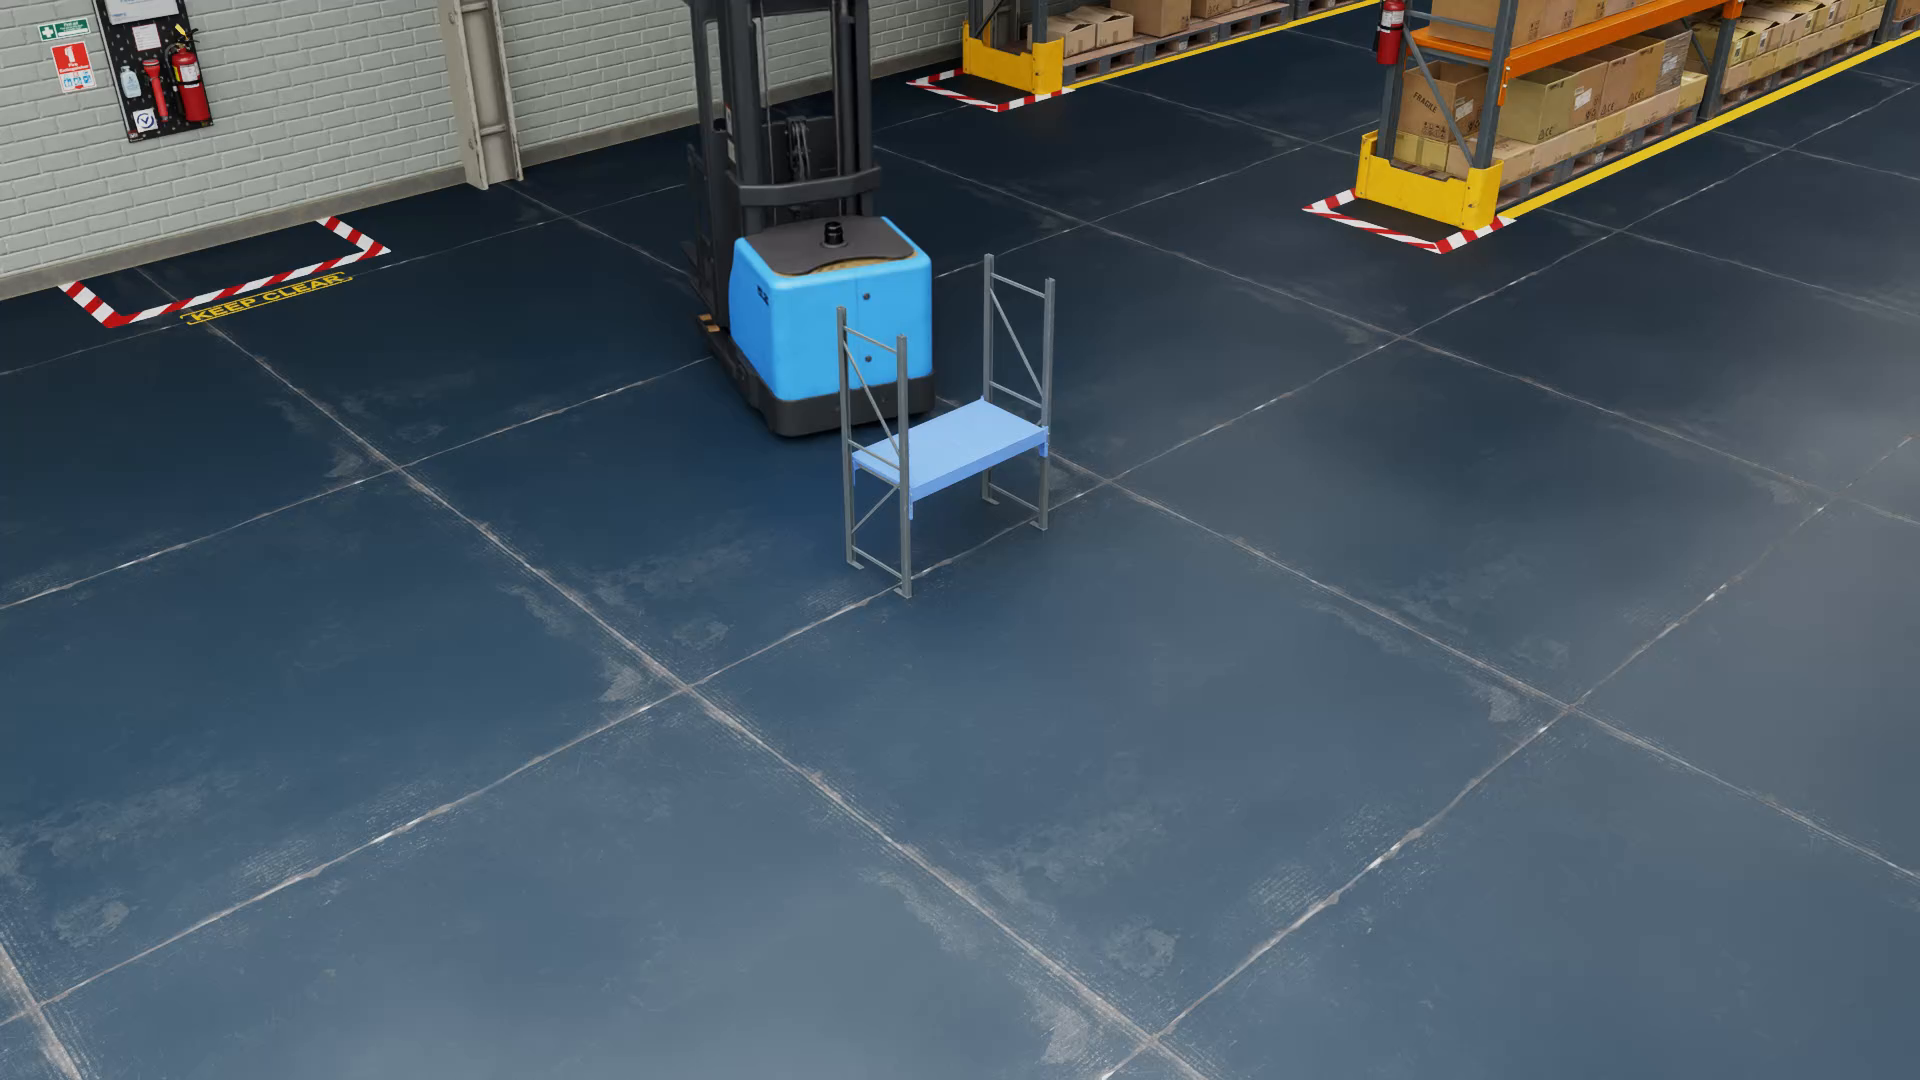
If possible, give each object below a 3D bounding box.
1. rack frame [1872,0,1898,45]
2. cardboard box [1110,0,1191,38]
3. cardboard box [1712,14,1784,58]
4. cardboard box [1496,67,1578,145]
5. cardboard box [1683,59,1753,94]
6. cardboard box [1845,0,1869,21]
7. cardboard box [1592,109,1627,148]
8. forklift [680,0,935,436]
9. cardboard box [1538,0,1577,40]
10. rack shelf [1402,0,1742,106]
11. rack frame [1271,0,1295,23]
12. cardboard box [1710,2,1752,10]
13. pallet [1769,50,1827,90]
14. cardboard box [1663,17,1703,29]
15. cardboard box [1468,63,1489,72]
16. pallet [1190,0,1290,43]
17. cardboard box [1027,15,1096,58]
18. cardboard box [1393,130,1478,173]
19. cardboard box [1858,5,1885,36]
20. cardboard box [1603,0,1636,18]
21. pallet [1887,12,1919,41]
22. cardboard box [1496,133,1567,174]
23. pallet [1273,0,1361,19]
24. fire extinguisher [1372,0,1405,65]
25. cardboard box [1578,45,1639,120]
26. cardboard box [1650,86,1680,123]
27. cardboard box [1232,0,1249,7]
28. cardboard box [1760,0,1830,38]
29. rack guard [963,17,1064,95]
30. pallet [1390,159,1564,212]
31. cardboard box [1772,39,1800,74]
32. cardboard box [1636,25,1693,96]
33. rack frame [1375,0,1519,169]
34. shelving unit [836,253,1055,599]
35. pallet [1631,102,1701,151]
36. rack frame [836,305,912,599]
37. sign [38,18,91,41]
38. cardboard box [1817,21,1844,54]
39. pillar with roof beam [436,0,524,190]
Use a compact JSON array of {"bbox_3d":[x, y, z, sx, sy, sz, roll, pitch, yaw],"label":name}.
[{"bbox_3d":[9.705,-6.870,17.609,0.127,3.000,1.000,-26,40,-35],"label":"rack frame"},{"bbox_3d":[2.027,-5.701,17.673,0.700,0.500,0.500,26,40,36],"label":"cardboard box"},{"bbox_3d":[7.615,-4.923,16.121,0.500,0.311,0.500,-26,40,-36],"label":"cardboard box"},{"bbox_3d":[4.749,-3.641,13.844,0.500,0.500,0.500,-26,40,-35],"label":"cardboard box"},{"bbox_3d":[7.236,-4.505,15.975,0.500,0.250,0.500,-27,40,-37],"label":"cardboard box"},{"bbox_3d":[9.112,-5.648,17.307,0.500,0.311,0.500,-27,40,-36],"label":"cardboard box"},{"bbox_3d":[5.484,-3.675,14.617,0.500,0.250,0.500,-26,40,-35],"label":"cardboard box"},{"bbox_3d":[-1.197,-2.636,10.752,1.130,2.935,3.031,-12,34,-19],"label":"forklift"},{"bbox_3d":[4.572,-4.423,13.513,0.500,0.500,0.700,-25,39,-34],"label":"cardboard box"},{"bbox_3d":[5.305,-4.434,14.316,4.000,0.370,1.077,-26,40,-35],"label":"rack shelf"},{"bbox_3d":[3.401,-7.344,18.386,0.127,3.000,1.000,-26,40,-35],"label":"rack frame"},{"bbox_3d":[7.619,-5.313,16.758,0.500,0.311,0.500,-26,40,-36],"label":"cardboard box"},{"bbox_3d":[8.181,-4.972,17.179,1.213,0.211,1.003,-26,40,-35],"label":"pallet"},{"bbox_3d":[6.874,-4.949,16.164,0.500,0.311,0.500,-26,40,-35],"label":"cardboard box"},{"bbox_3d":[4.753,-4.022,14.467,0.500,0.500,0.500,-26,40,-35],"label":"cardboard box"},{"bbox_3d":[2.933,-5.903,18.701,1.213,0.211,1.003,-26,40,-35],"label":"pallet"},{"bbox_3d":[1.037,-5.177,16.997,0.500,0.311,0.500,24,39,34],"label":"cardboard box"},{"bbox_3d":[4.031,-3.341,14.072,0.500,0.250,0.500,-26,40,-35],"label":"cardboard box"},{"bbox_3d":[9.485,-5.596,17.759,0.500,0.250,0.500,-25,39,-34],"label":"cardboard box"},{"bbox_3d":[5.323,-4.786,14.105,0.500,0.500,0.700,-24,39,-34],"label":"cardboard box"},{"bbox_3d":[10.278,-5.930,18.746,1.213,0.211,1.003,-26,40,-35],"label":"pallet"},{"bbox_3d":[4.748,-3.322,14.040,0.500,0.250,0.500,-26,40,-35],"label":"cardboard box"},{"bbox_3d":[3.971,-6.432,19.566,1.213,0.211,1.003,-26,40,-35],"label":"pallet"},{"bbox_3d":[3.436,-4.135,13.211,0.183,0.674,0.296,-26,40,-35],"label":"fire extinguisher"},{"bbox_3d":[5.485,-3.994,14.421,0.500,0.500,0.500,-26,40,-35],"label":"cardboard box"},{"bbox_3d":[6.207,-4.035,15.207,0.500,0.250,0.500,-26,40,-35],"label":"cardboard box"},{"bbox_3d":[3.029,-6.122,18.681,0.380,0.166,0.250,23,38,33],"label":"cardboard box"},{"bbox_3d":[8.371,-5.293,16.727,0.500,0.311,0.500,-25,39,-34],"label":"cardboard box"},{"bbox_3d":[0.524,-4.886,16.761,0.348,0.500,1.175,-26,40,-35],"label":"rack guard"},{"bbox_3d":[4.371,-3.130,14.166,1.213,0.211,1.003,-26,40,-35],"label":"pallet"},{"bbox_3d":[7.990,-4.871,16.573,0.500,0.250,0.500,-27,41,-37],"label":"cardboard box"},{"bbox_3d":[6.206,-4.356,15.012,0.500,0.500,0.500,-26,40,-35],"label":"cardboard box"},{"bbox_3d":[3.839,-4.032,12.968,0.127,3.000,1.000,-26,40,-35],"label":"rack frame"},{"bbox_3d":[-0.063,-0.610,8.809,1.048,1.500,0.538,-26,40,-35],"label":"shelving unit"},{"bbox_3d":[6.160,-3.995,15.581,1.213,0.211,1.003,-26,40,-35],"label":"pallet"},{"bbox_3d":[-0.435,-0.429,8.514,0.032,1.500,0.500,-26,40,-35],"label":"rack frame"},{"bbox_3d":[-6.311,-3.598,11.716,0.331,0.109,0.001,-26,40,-35],"label":"sign"},{"bbox_3d":[8.739,-5.234,17.168,0.500,0.250,0.500,-25,39,-34],"label":"cardboard box"},{"bbox_3d":[-1.079,-5.289,9.274,0.400,9.000,9.100,-26,40,-35],"label":"pillar with roof beam"}]
